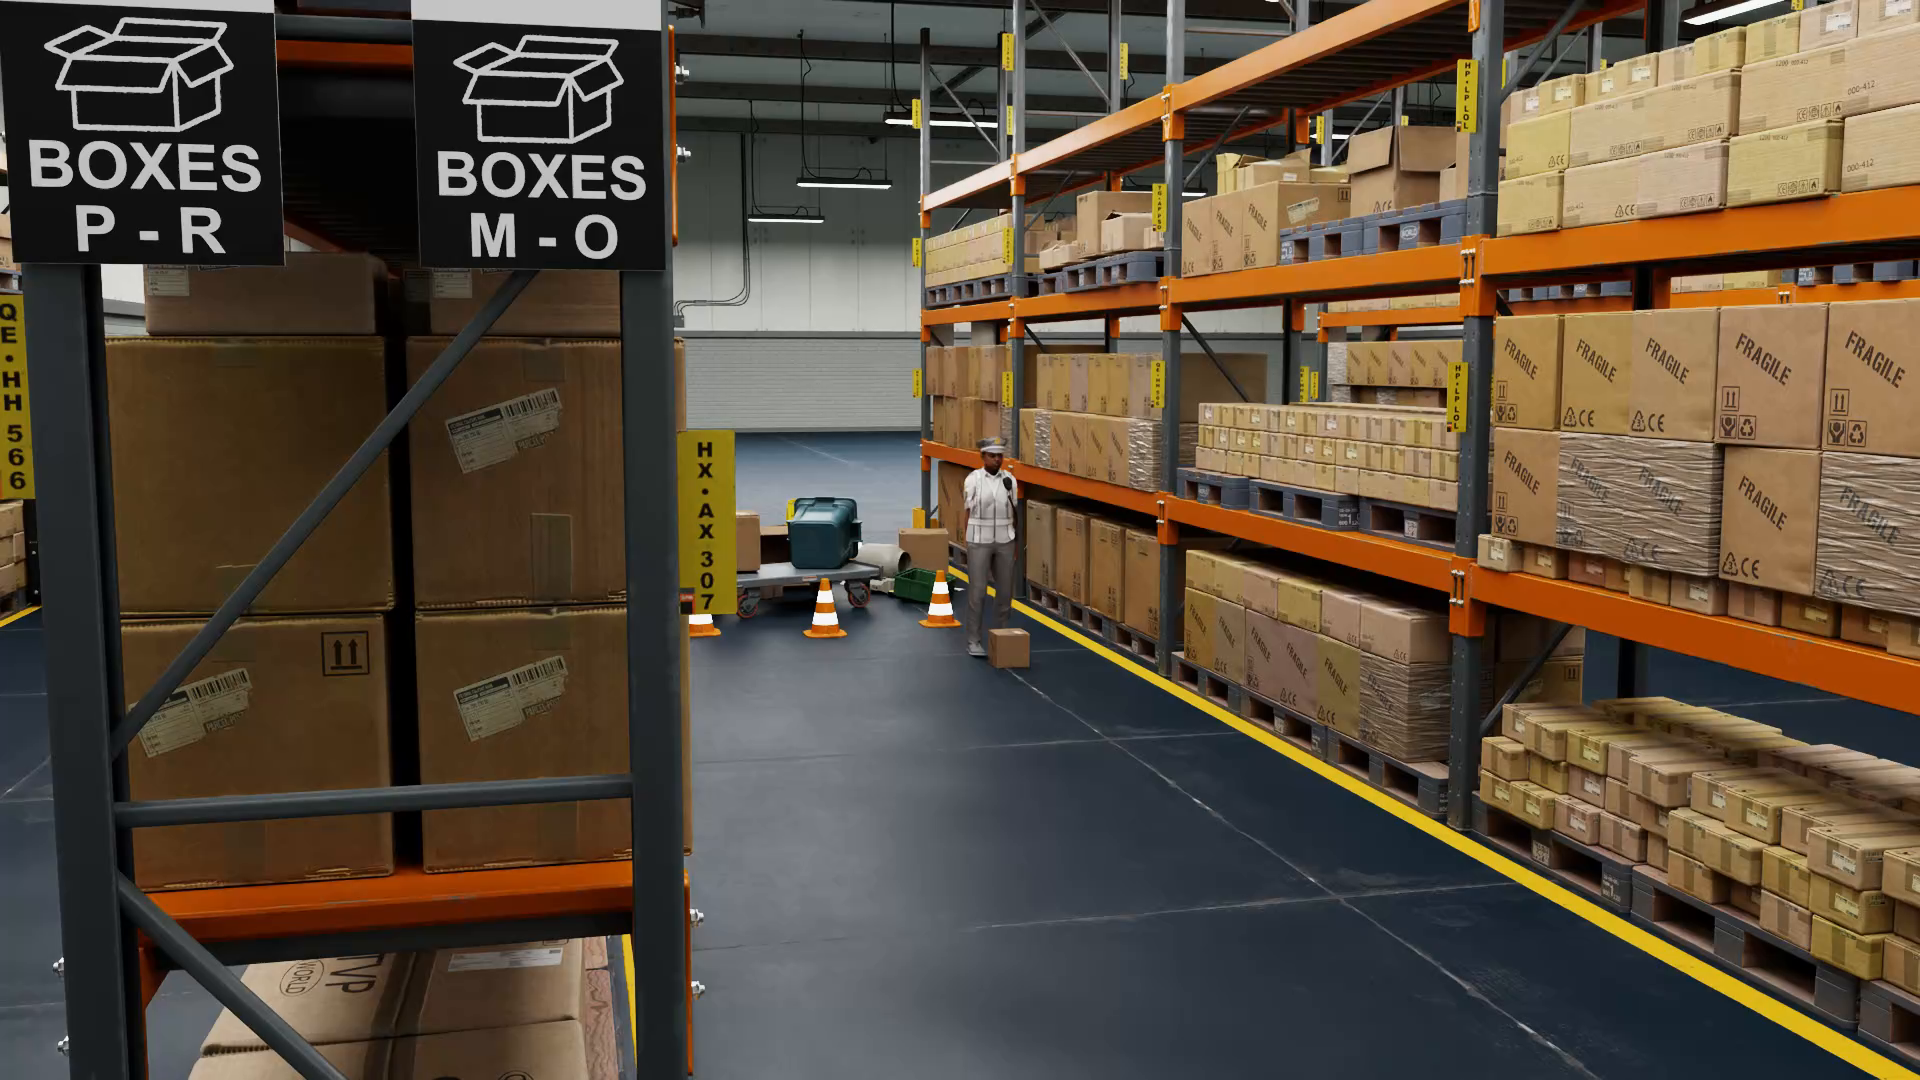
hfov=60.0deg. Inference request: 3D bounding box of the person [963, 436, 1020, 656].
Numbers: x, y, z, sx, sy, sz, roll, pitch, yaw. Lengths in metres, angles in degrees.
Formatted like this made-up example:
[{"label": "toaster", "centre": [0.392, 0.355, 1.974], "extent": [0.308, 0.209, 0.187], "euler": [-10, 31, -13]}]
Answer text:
[{"label": "person", "centre": [0.250, 0.051, 12.716], "extent": [0.435, 1.695, 0.343], "euler": [-1, 6, -13]}]
